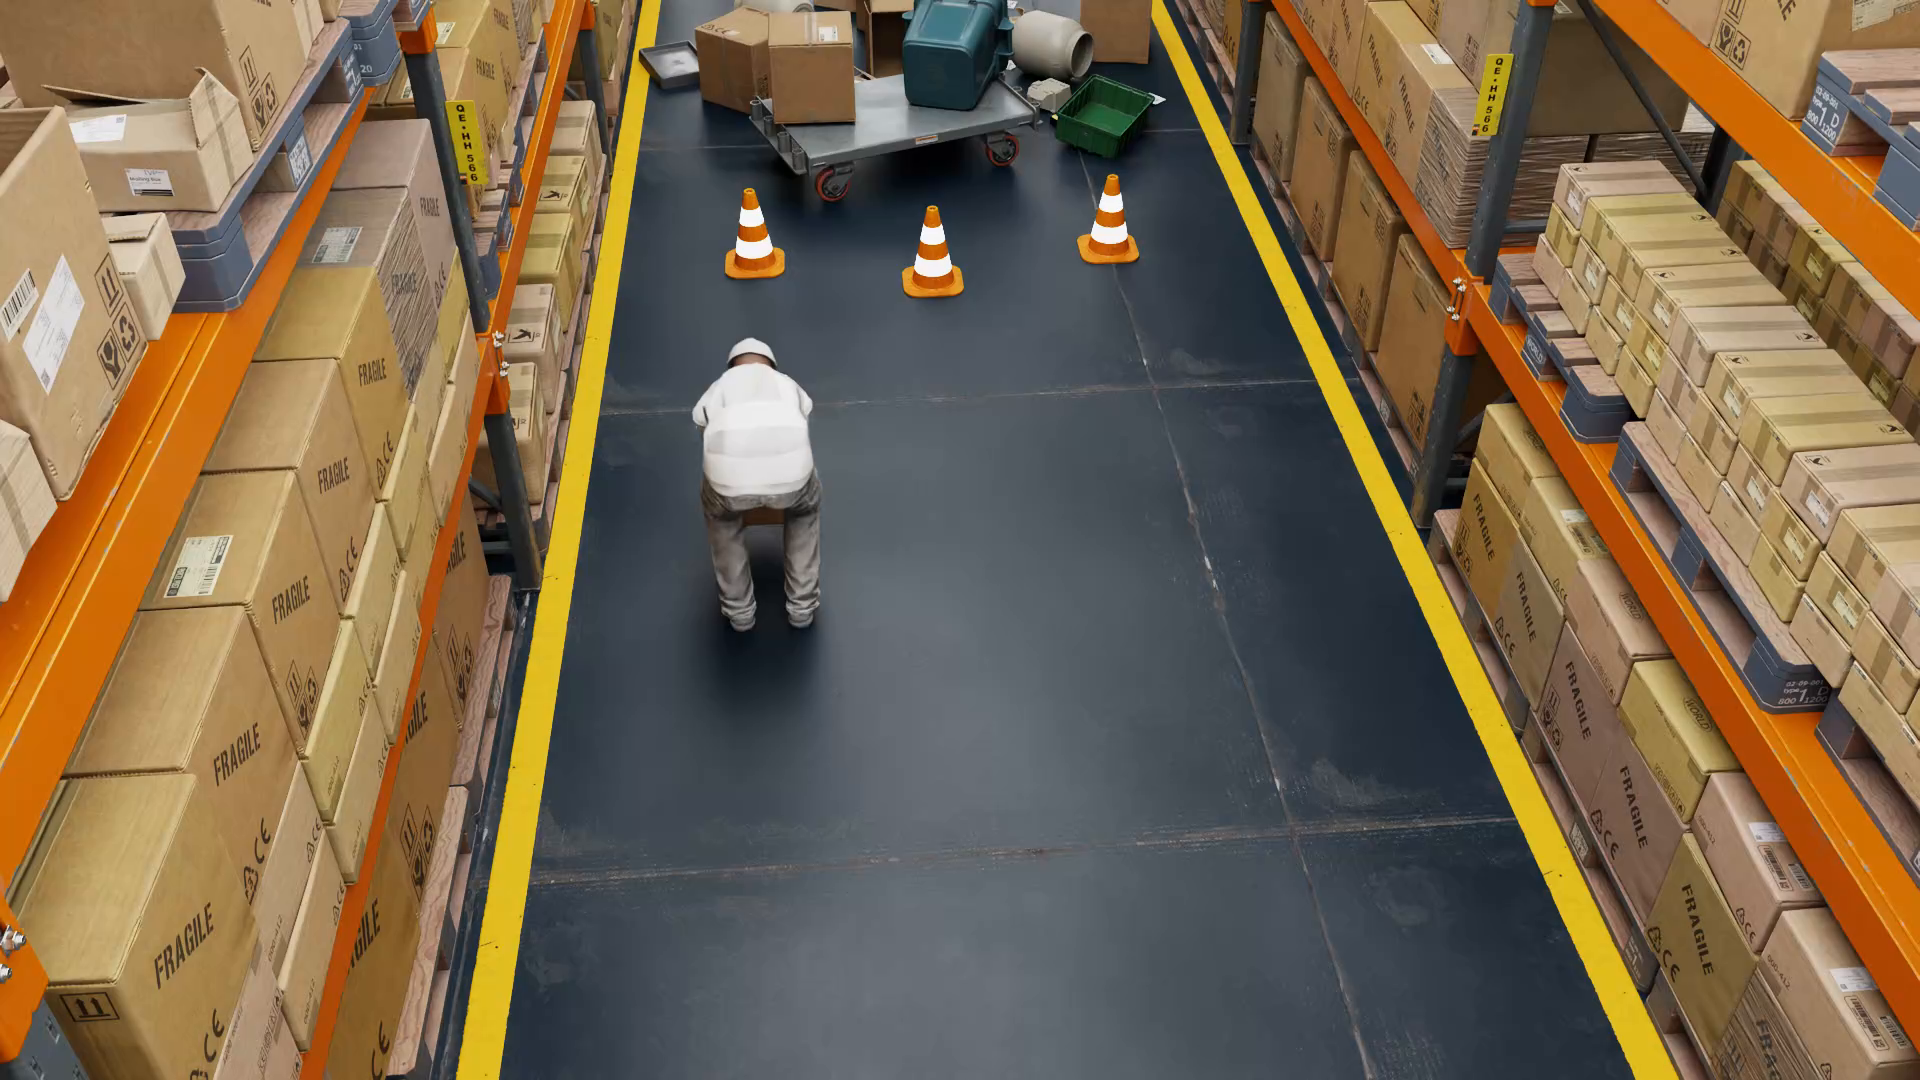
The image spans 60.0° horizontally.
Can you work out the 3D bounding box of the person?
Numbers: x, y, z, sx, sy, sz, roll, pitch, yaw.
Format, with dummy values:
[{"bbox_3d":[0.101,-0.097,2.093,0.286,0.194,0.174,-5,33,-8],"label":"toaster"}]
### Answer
[{"bbox_3d":[-0.832,-0.378,6.617,0.618,1.772,0.451,-5,39,-6],"label":"person"}]
